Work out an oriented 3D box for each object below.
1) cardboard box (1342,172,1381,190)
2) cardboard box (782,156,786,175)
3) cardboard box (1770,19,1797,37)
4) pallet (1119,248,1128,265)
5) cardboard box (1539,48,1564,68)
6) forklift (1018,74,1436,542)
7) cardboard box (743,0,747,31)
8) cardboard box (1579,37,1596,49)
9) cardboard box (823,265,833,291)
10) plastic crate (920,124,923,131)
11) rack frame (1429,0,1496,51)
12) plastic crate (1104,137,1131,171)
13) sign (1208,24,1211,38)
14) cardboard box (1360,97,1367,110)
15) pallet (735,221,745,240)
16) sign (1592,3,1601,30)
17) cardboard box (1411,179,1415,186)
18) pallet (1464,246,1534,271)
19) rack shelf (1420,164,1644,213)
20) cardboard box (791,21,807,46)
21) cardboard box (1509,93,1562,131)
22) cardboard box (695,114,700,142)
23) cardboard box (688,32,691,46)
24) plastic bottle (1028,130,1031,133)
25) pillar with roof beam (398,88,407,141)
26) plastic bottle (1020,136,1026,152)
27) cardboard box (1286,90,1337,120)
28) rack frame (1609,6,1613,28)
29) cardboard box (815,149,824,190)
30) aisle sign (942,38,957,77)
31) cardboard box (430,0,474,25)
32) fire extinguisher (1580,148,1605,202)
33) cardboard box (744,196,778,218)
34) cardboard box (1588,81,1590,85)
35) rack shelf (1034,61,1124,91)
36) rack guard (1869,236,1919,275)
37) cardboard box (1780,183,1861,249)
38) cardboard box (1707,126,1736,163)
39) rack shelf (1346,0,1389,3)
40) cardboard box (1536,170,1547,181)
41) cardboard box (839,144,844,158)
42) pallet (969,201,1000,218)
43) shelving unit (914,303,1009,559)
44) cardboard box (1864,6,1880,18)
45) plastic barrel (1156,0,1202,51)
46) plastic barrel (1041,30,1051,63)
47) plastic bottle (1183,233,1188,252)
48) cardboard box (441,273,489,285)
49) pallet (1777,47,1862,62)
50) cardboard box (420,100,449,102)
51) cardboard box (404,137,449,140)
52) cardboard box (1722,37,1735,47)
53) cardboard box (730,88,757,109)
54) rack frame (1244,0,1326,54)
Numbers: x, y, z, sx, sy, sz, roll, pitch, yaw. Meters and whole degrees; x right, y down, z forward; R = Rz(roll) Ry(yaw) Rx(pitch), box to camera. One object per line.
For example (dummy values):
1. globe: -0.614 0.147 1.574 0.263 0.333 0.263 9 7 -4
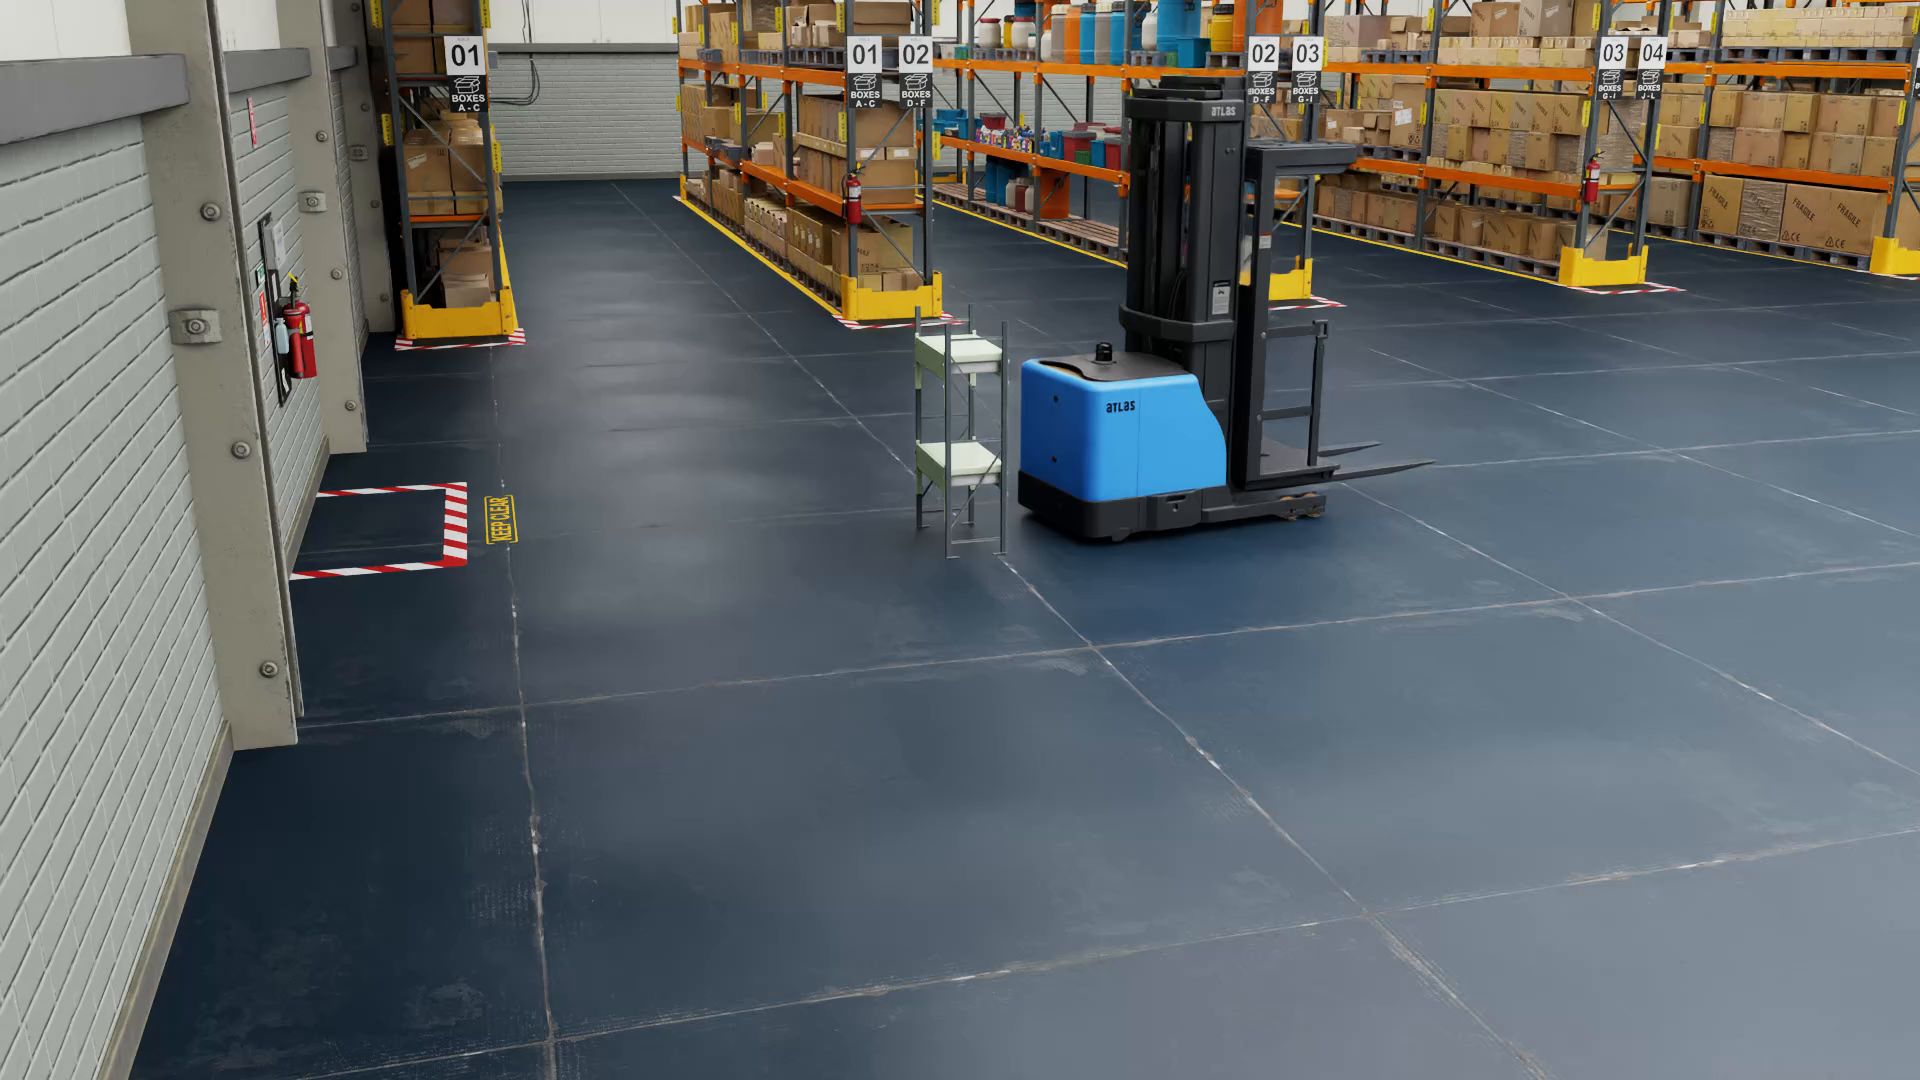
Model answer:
1. cardboard box: 6.879 -6.151 28.492 0.500 0.250 0.500 -3 17 -9
2. cardboard box: -2.335 -5.383 23.892 0.396 0.266 0.258 -5 17 -17
3. cardboard box: 12.551 -7.685 24.947 0.500 0.250 0.500 -5 17 -16
4. pallet: 2.992 -4.085 24.183 1.003 0.211 1.213 -5 17 -15
5. cardboard box: 8.192 -6.510 22.458 0.500 0.250 0.500 -5 17 -15
6. forklift: 1.958 -1.663 11.393 3.031 2.935 1.130 -8 18 -25
7. cardboard box: -3.270 -8.551 27.078 0.500 0.500 0.500 -5 17 -15
8. cardboard box: 8.332 -6.502 21.738 0.380 0.149 0.250 -5 17 -15
9. cardboard box: -1.398 -3.259 20.636 0.500 0.250 0.500 -5 17 -15
10. plastic crate: -0.691 -8.641 34.860 0.250 0.136 0.298 -5 17 -15
11. rack frame: 7.609 -8.874 24.852 1.000 3.000 0.127 -5 17 -15
12. plastic crate: 2.420 -5.750 24.767 0.402 0.464 0.583 -5 17 -15
13. sign: 4.878 -9.891 32.417 0.100 0.325 0.005 -5 17 -15
14. cardboard box: 9.138 -9.582 36.948 0.500 0.500 0.500 -5 17 -15
15. pallet: -3.185 -5.199 27.893 1.003 0.211 1.213 -5 17 -15
16. sign: 8.169 -6.717 21.345 0.100 0.325 0.005 -5 17 -15
17. cardboard box: 9.781 -7.574 35.176 0.380 0.149 0.250 -4 17 -14
18. pallet: 8.167 -4.144 24.381 1.003 0.211 1.213 -5 17 -15
19. rack shelf: 8.159 -5.103 23.977 1.077 0.370 4.000 -5 17 -15
20. cardboard box: -1.883 -6.571 21.581 0.500 0.311 0.500 -6 18 -18
21. cardboard box: 8.042 -5.972 23.192 0.500 0.500 0.500 -5 17 -15
22. cardboard box: -4.786 -7.882 31.803 0.500 0.500 0.500 -4 17 -14
23. cardboard box: -4.916 -9.564 31.755 0.500 0.250 0.500 -5 17 -15
24. plastic bottle: 1.307 -7.439 30.717 0.152 0.276 0.135 -5 17 -15
25. pillar with roof beam: -5.762 -10.377 29.857 9.100 9.000 0.400 -5 17 -15
26. plastic bottle: 1.095 -6.883 28.876 0.097 0.271 0.097 0 17 0
27. cardboard box: 6.325 -7.839 29.917 0.797 0.503 0.637 -4 17 -13
28. rack frame: 11.307 -10.344 29.748 1.000 3.000 0.127 -5 17 -15
29. cardboard box: -1.503 -4.860 21.743 0.700 0.500 0.500 -4 17 -14
30. aisle sign: -0.189 -10.217 35.231 0.394 0.787 0.004 -5 17 -15
31. cardboard box: -5.452 -5.818 17.946 0.500 0.500 0.500 -6 18 -19
32. fire extinguisher: 8.297 -4.789 21.816 0.296 0.674 0.183 -5 17 -15
33. cardboard box: -3.154 -5.310 26.489 0.500 0.311 0.500 -4 17 -13
34. cardboard box: 14.263 -9.914 36.829 0.500 0.500 0.500 -4 17 -15
35. rack shelf: 2.297 -7.254 25.925 1.077 0.370 4.000 -5 17 -15
36. rack guard: 13.512 -4.055 23.581 1.175 0.500 0.348 -5 17 -15
37. cardboard box: 13.012 -4.868 24.906 0.875 0.875 0.875 -5 17 -16
38. cardboard box: 12.519 -6.336 26.569 0.875 0.550 0.550 -5 17 -15
39. rack shelf: 9.658 -11.658 35.377 1.077 0.370 4.000 -5 17 -15
40. cardboard box: 8.192 -5.041 22.957 0.380 0.149 0.250 -5 17 -15
41. cardboard box: -1.249 -4.704 20.098 0.380 0.149 0.250 -5 17 -16
42. pallet: 0.821 -6.270 31.458 1.003 0.211 1.213 -5 17 -15
43. shelving unit: 0.002 -0.716 10.730 0.431 1.500 0.755 -5 17 -15
44. cardboard box: 12.949 -7.412 23.346 0.380 0.149 0.250 -4 17 -14
45. plastic barrel: 3.018 -7.203 22.902 0.600 0.901 0.708 -5 17 -15
46. plastic barrel: 1.539 -8.096 27.280 0.421 0.512 0.421 0 17 0
47. plastic bottle: 3.218 -4.288 23.984 0.152 0.276 0.135 -5 17 -15
48. cardboard box: -5.840 -2.999 19.630 0.500 0.311 0.500 -3 17 -11
49. pallet: 12.953 -7.195 24.631 1.003 0.211 1.213 -5 17 -15
50. cardboard box: -8.569 -7.023 27.088 0.500 0.250 0.500 -5 17 -17
51. cardboard box: -6.188 -4.413 19.350 0.500 0.500 0.500 -5 17 -17
52. cardboard box: 12.179 -7.803 26.032 0.380 0.149 0.250 -5 17 -16
53. cardboard box: -3.974 -8.111 30.827 0.500 0.500 0.500 -4 17 -14
54. rack frame: 3.946 -7.376 19.865 1.000 3.000 0.127 -5 17 -15
